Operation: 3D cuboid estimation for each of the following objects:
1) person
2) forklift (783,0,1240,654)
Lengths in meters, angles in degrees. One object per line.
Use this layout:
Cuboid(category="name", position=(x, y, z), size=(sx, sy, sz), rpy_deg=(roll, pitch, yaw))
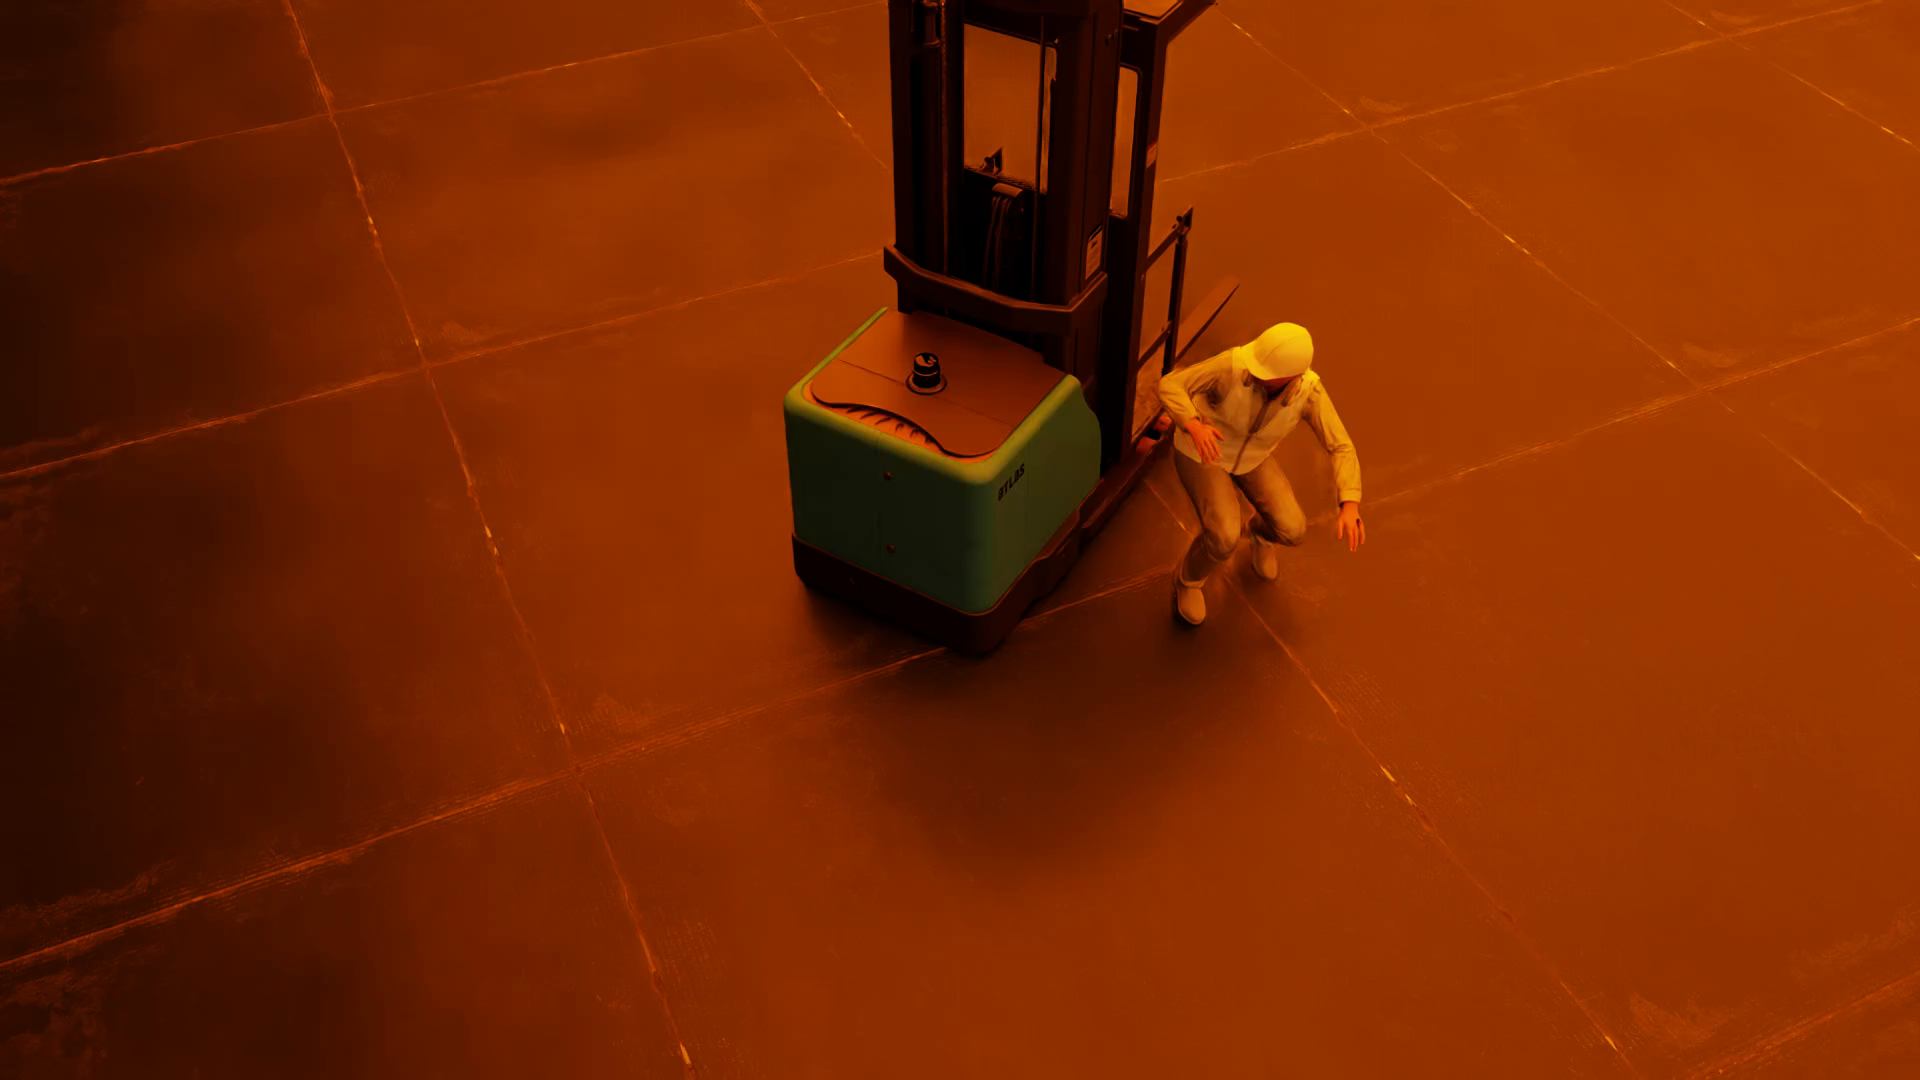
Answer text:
Cuboid(category="person", position=(1.227, -0.266, 7.022), size=(0.782, 1.515, 0.916), rpy_deg=(-8, 44, -9))
Cuboid(category="forklift", position=(0.444, -1.566, 7.358), size=(1.130, 2.935, 3.031), rpy_deg=(23, 48, 22))
